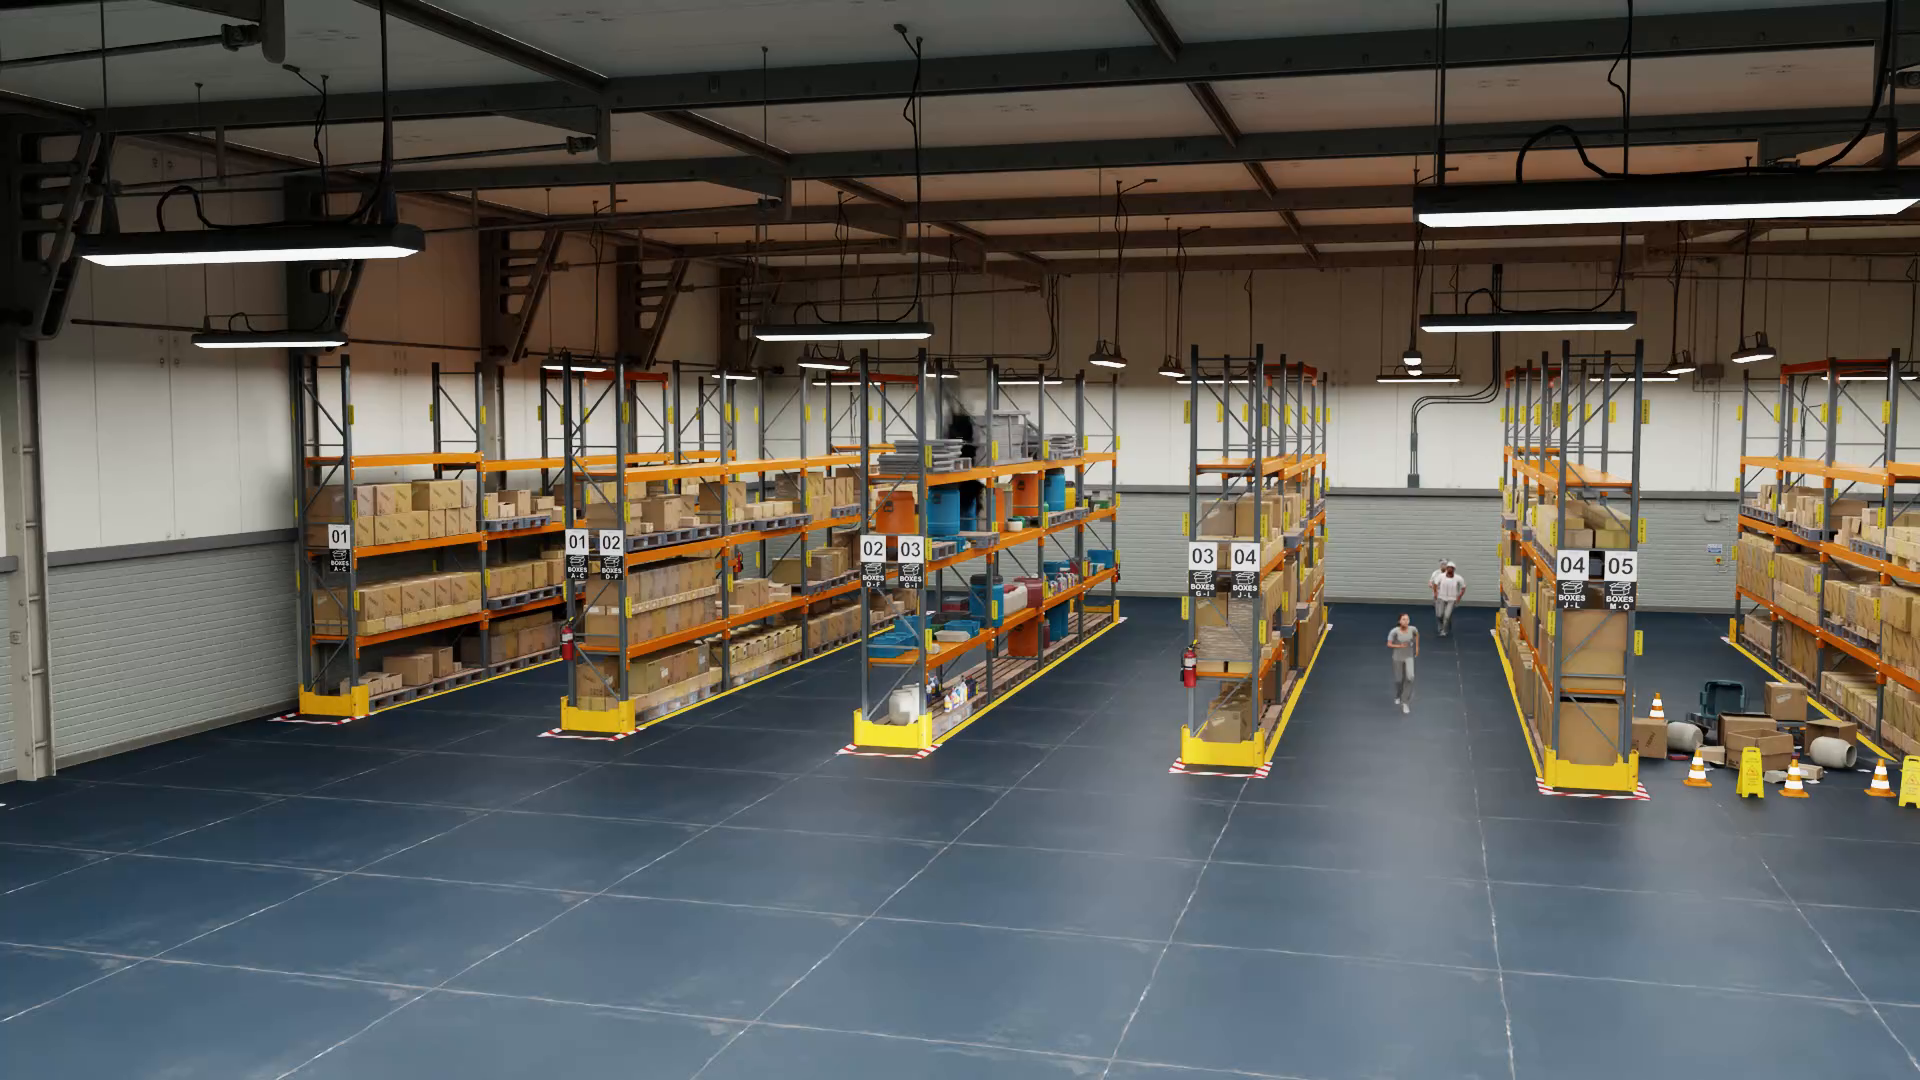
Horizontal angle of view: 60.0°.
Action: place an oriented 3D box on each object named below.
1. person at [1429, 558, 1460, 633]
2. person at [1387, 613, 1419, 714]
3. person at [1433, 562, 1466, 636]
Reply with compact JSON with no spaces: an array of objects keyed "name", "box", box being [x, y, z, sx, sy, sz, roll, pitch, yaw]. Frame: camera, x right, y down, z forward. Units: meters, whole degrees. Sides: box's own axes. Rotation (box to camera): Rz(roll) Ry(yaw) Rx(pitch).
[{"name":"person","box":[11.082,1.275,38.045,0.703,1.737,0.595,1,4,16]},{"name":"person","box":[7.510,2.060,28.224,0.587,1.700,0.836,0,4,1]},{"name":"person","box":[11.066,1.340,37.641,0.722,1.711,0.559,2,5,26]}]
